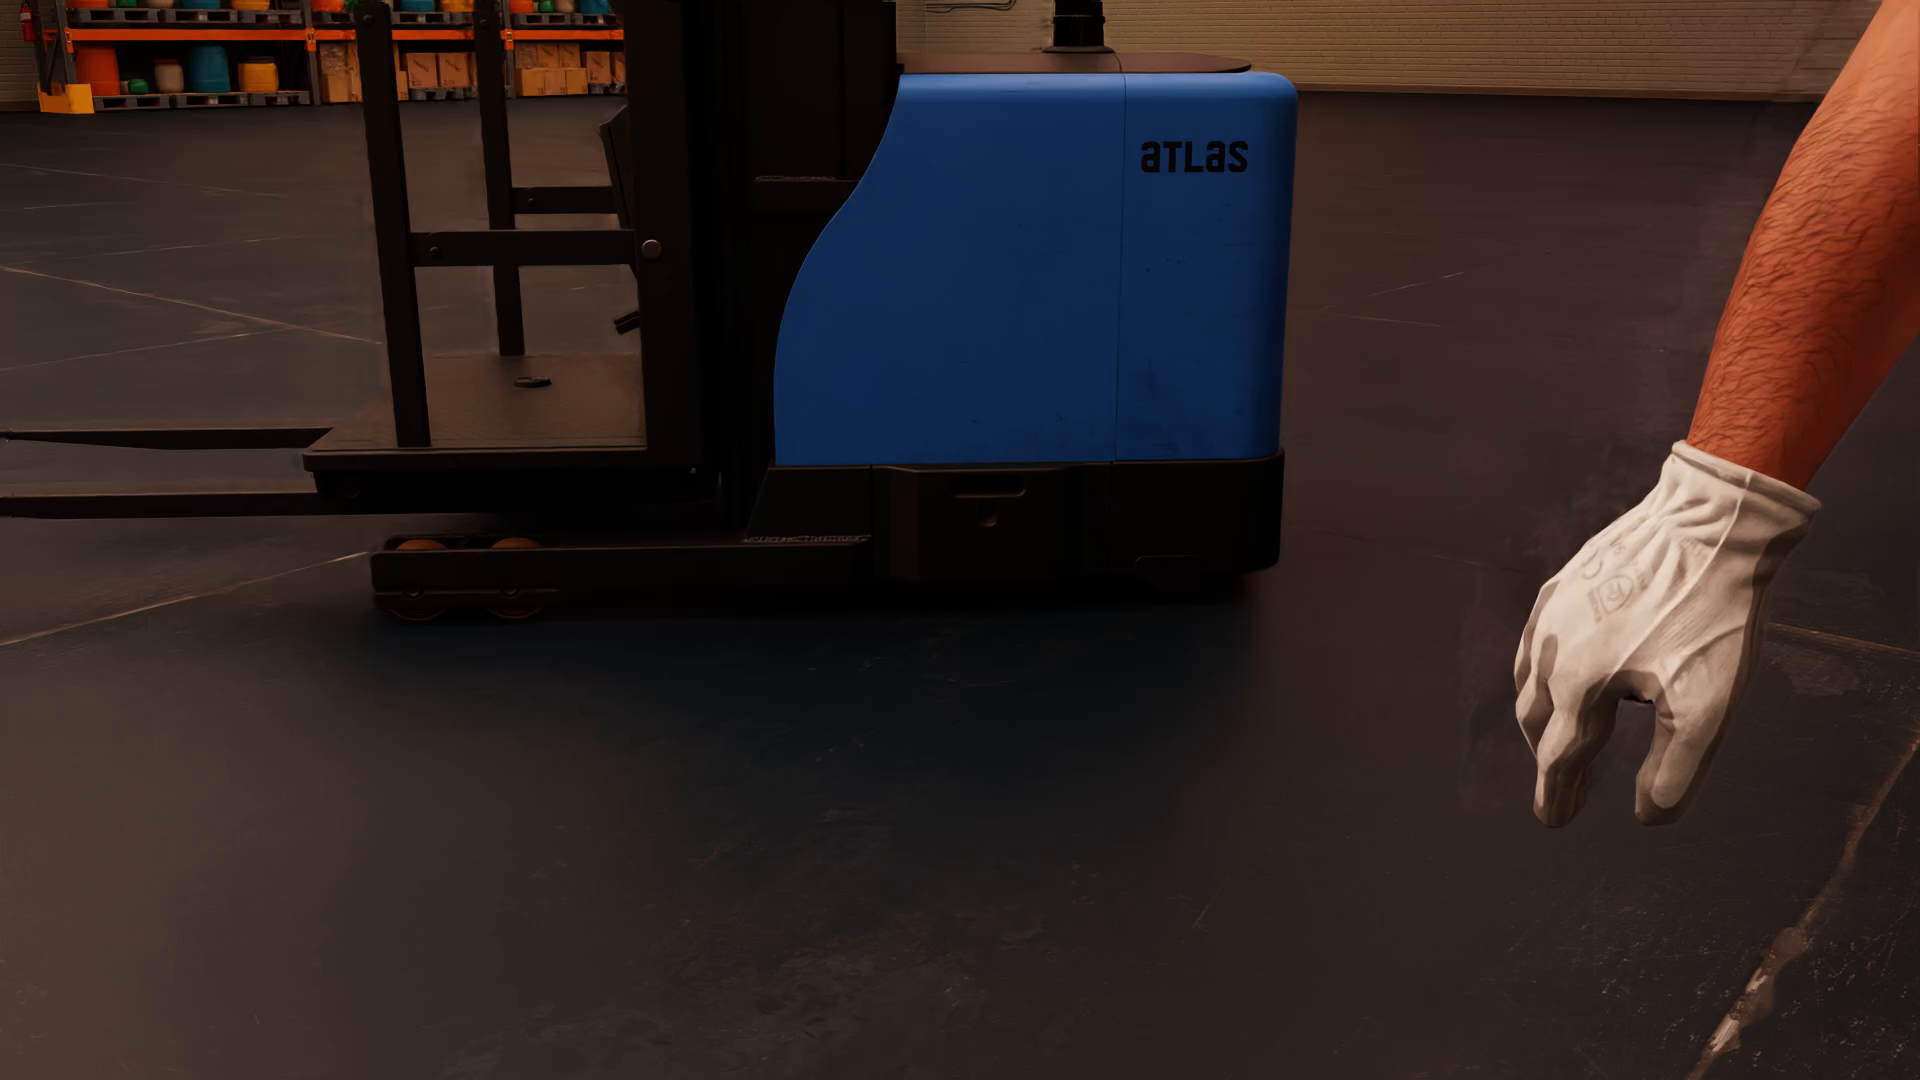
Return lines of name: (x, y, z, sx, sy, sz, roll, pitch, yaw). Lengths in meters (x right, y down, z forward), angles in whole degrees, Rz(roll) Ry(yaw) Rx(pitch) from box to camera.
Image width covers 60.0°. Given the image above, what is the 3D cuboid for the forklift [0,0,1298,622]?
forklift: (-0.855, -1.394, 3.488, 3.031, 2.935, 1.130, -1, 17, -3)
